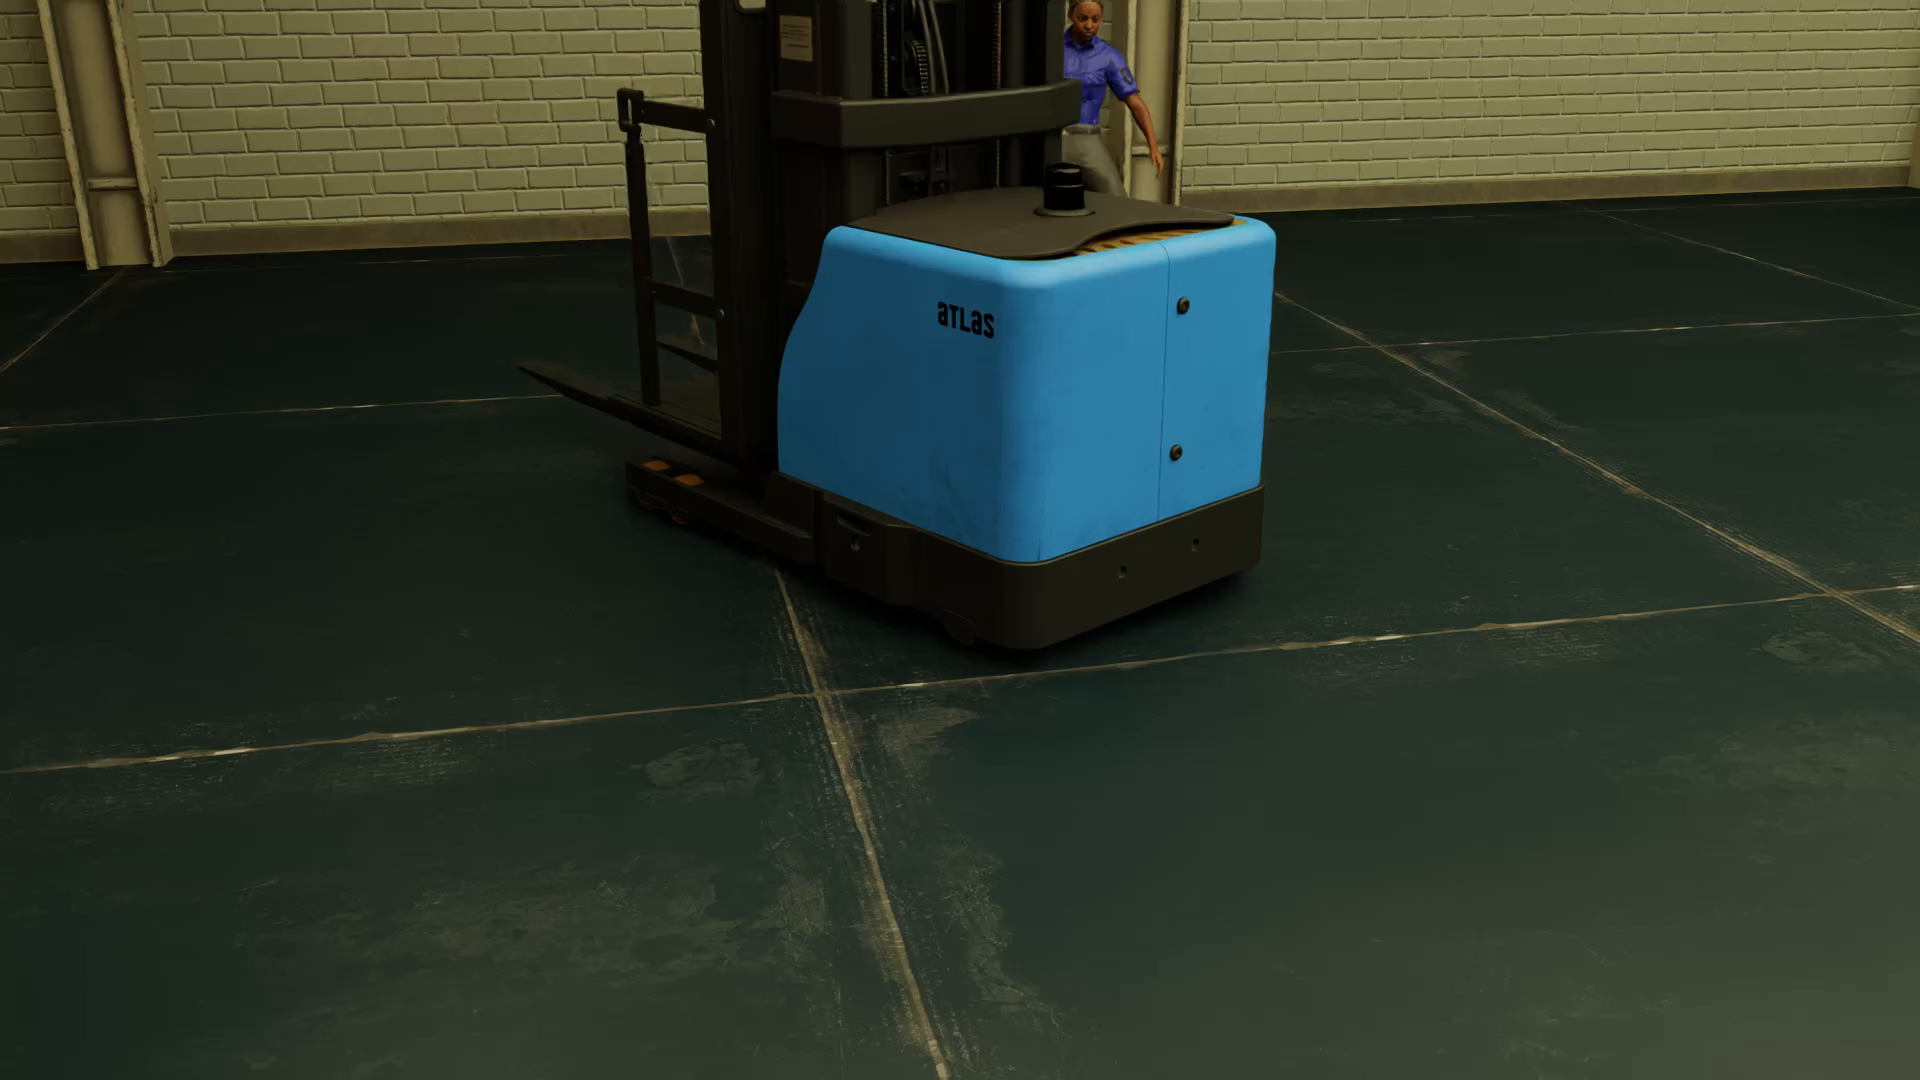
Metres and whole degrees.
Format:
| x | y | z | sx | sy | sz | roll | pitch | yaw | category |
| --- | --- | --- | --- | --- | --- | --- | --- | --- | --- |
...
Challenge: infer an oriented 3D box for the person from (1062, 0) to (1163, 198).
| x | y | z | sx | sy | sz | roll | pitch | yaw | category |
| --- | --- | --- | --- | --- | --- | --- | --- | --- | --- |
| 0.575 | -1.935 | 8.243 | 0.863 | 1.549 | 0.615 | 3 | 21 | 7 | person |

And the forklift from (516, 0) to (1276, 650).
| x | y | z | sx | sy | sz | roll | pitch | yaw | category |
| --- | --- | --- | --- | --- | --- | --- | --- | --- | --- |
| -0.466 | -1.525 | 5.184 | 1.130 | 2.935 | 3.031 | -18 | 27 | -39 | forklift |
